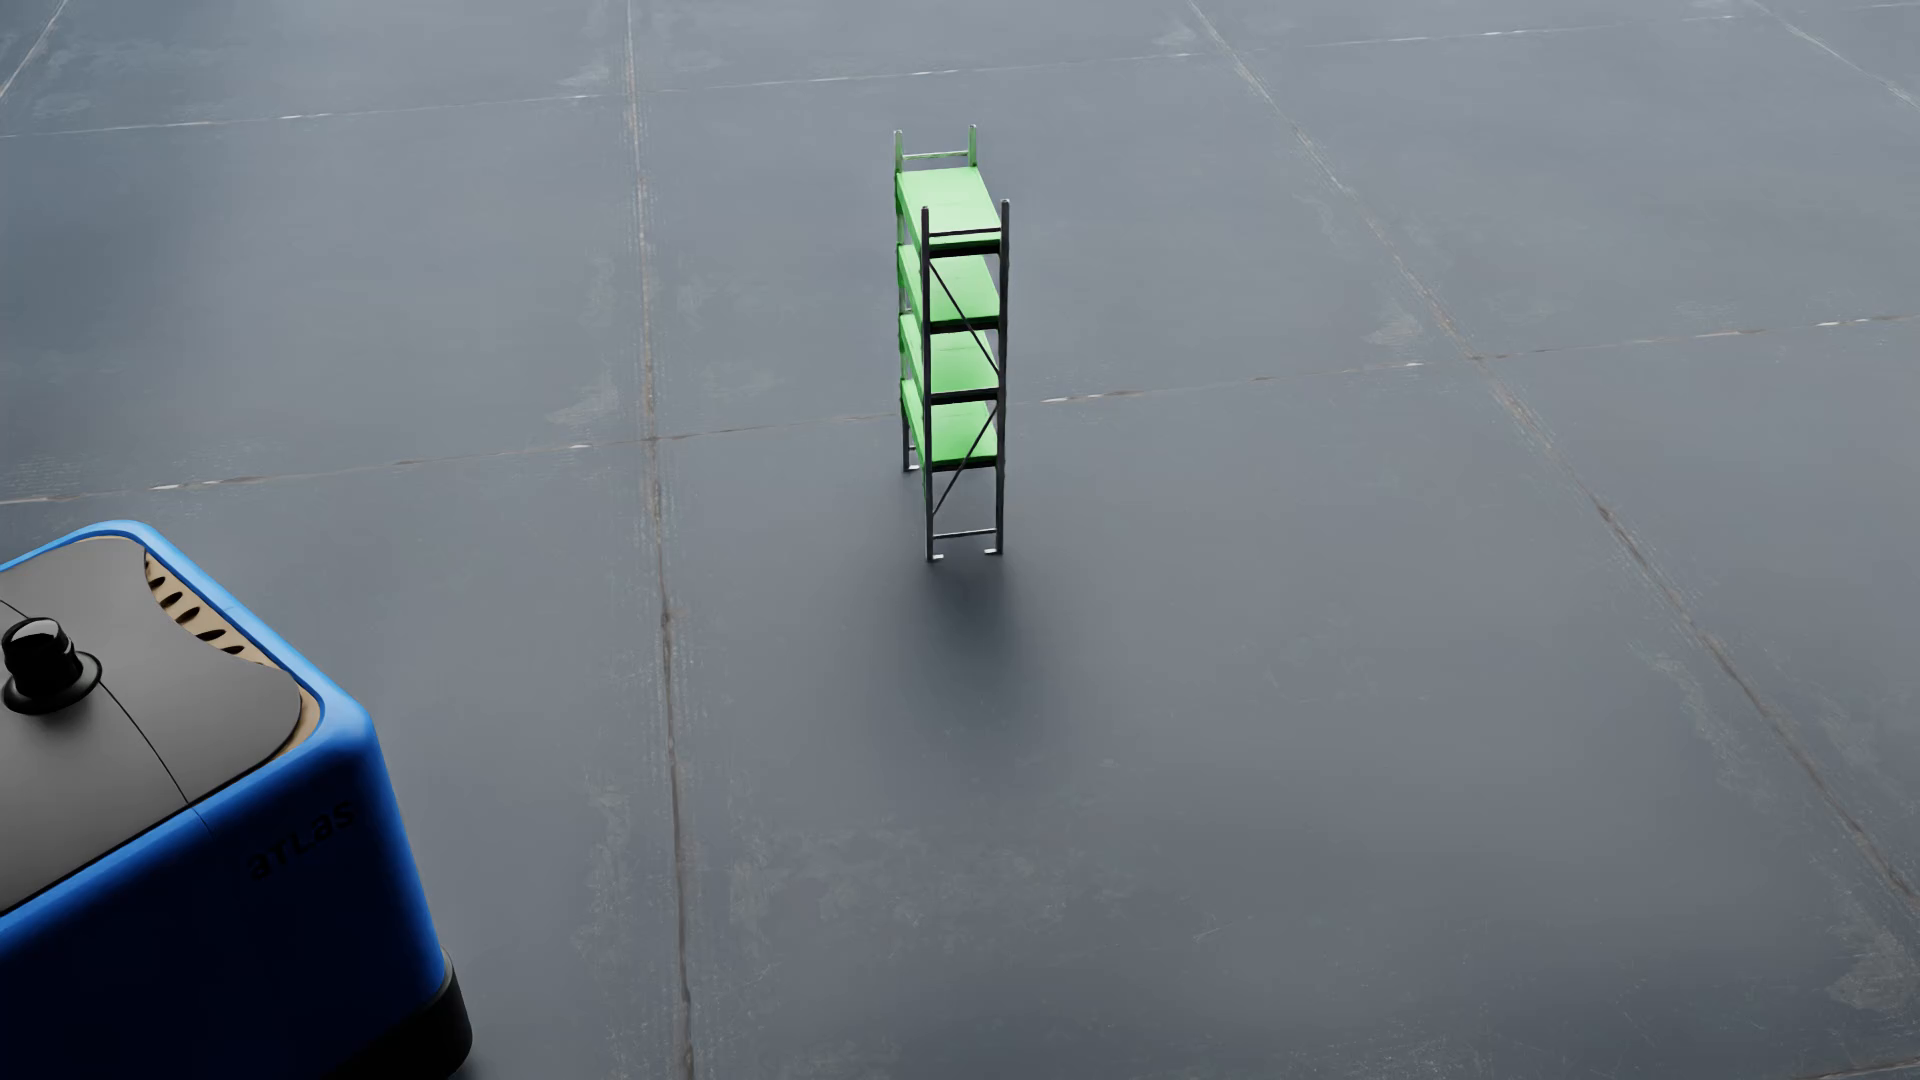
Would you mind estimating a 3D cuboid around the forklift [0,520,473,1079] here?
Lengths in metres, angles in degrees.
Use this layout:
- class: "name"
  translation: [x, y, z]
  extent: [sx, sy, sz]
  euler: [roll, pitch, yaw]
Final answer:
- class: "forklift"
  translation: [-2.447, 0.488, 2.233]
  extent: [1.130, 2.935, 3.031]
  euler: [29, 46, 32]

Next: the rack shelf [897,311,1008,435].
- class: "rack shelf"
  translation: [-0.029, -0.523, 5.050]
  extent: [0.258, 0.148, 0.480]
  euler: [-6, 38, -8]

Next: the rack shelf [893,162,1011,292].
- class: "rack shelf"
  translation: [-0.029, -0.902, 4.755]
  extent: [0.258, 0.148, 0.480]
  euler: [-6, 38, -8]

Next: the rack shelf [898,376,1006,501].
- class: "rack shelf"
  translation: [-0.029, -0.334, 5.197]
  extent: [0.258, 0.148, 0.480]
  euler: [-6, 38, -8]

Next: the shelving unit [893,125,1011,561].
- class: "shelving unit"
  translation: [-0.029, -0.574, 5.011]
  extent: [0.258, 1.200, 0.503]
  euler: [-6, 38, -8]

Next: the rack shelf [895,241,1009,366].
- class: "rack shelf"
  translation: [-0.029, -0.713, 4.903]
  extent: [0.258, 0.148, 0.480]
  euler: [-6, 38, -8]

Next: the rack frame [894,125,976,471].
- class: "rack frame"
  translation: [-0.072, -0.721, 5.200]
  extent: [0.240, 1.200, 0.015]
  euler: [-6, 38, -8]

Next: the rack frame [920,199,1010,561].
- class: "rack frame"
  translation: [0.014, -0.426, 4.821]
  extent: [0.240, 1.200, 0.015]
  euler: [-6, 38, -8]
